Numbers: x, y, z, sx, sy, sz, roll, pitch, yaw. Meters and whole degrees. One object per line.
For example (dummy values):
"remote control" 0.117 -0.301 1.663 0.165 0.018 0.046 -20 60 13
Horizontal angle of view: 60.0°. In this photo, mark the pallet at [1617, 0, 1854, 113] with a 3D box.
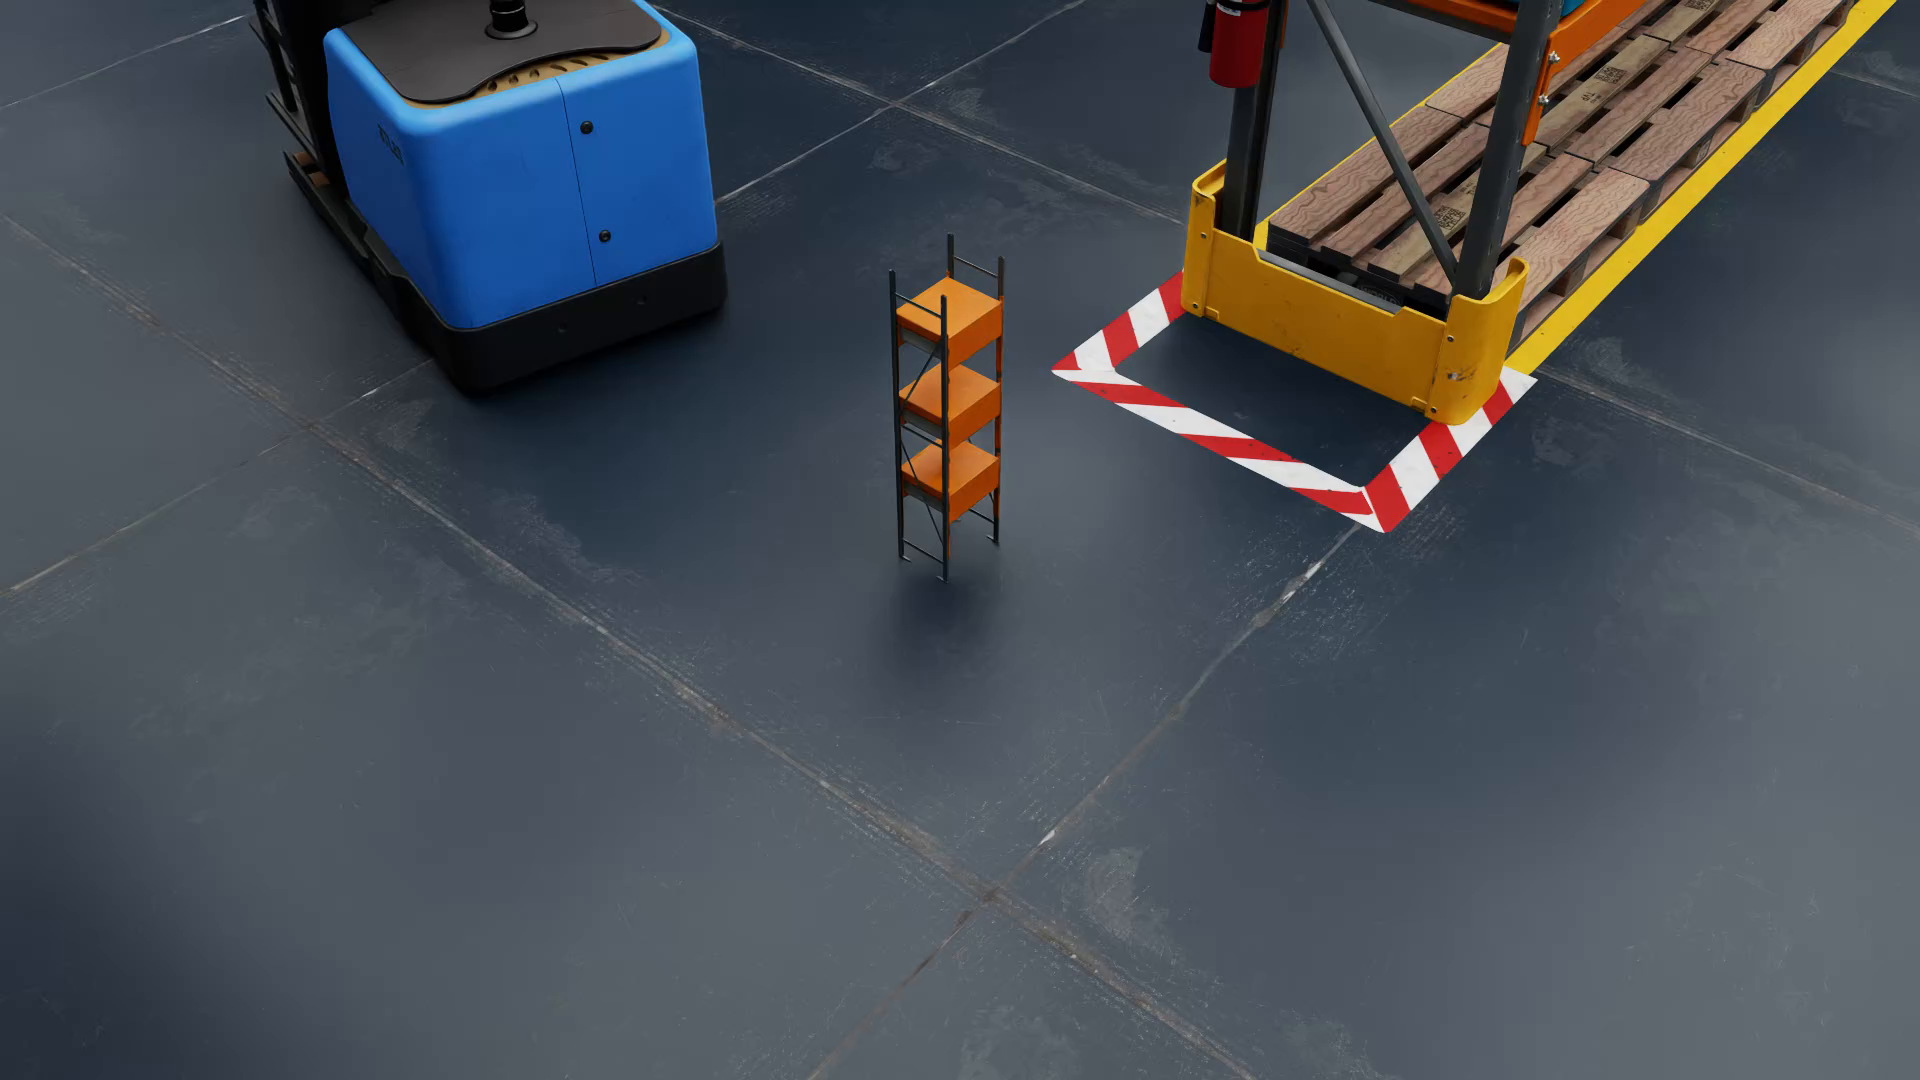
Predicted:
"pallet" 3.491 -2.474 7.814 1.003 0.211 1.213 29 50 28

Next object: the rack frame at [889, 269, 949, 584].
"rack frame" -0.113 -0.298 4.797 0.200 1.050 0.008 29 50 28

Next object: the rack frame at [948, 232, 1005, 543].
"rack frame" 0.044 -0.424 4.936 0.200 1.050 0.008 29 50 28

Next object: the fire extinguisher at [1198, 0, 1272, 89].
"fire extinguisher" 0.915 -1.794 5.328 0.296 0.674 0.183 29 50 28

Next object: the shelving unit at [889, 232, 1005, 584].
"shelving unit" -0.034 -0.361 4.867 0.215 1.050 0.252 29 50 28

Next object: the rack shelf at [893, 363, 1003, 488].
"rack shelf" -0.034 -0.353 4.874 0.215 0.259 0.240 29 50 28

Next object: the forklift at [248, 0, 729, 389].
"forklift" -2.092 -2.565 5.892 1.130 2.935 3.031 -24 48 -24

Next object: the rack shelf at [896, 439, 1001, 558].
"rack shelf" -0.034 -0.147 5.061 0.215 0.259 0.240 29 50 28

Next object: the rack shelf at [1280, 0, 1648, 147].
"rack shelf" 2.647 -2.605 6.420 1.077 0.370 4.000 29 50 28

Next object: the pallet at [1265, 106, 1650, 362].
"pallet" 1.921 -1.217 6.432 1.003 0.211 1.213 29 50 28

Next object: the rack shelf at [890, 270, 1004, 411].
"rack shelf" -0.034 -0.563 4.683 0.215 0.259 0.240 29 50 28

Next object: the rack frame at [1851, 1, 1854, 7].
"rack frame" 3.935 -3.901 7.310 1.000 3.000 0.127 29 50 28

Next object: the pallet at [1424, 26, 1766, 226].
"pallet" 2.706 -1.843 7.120 1.003 0.211 1.213 29 50 28

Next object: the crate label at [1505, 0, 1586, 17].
"crate label" 1.771 -1.786 5.064 0.416 0.233 0.303 29 50 28

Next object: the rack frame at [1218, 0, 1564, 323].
"rack frame" 1.360 -1.841 5.045 1.000 3.000 0.127 29 50 28

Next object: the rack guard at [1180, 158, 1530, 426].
"rack guard" 1.355 -0.898 5.866 1.175 0.500 0.348 29 50 28
